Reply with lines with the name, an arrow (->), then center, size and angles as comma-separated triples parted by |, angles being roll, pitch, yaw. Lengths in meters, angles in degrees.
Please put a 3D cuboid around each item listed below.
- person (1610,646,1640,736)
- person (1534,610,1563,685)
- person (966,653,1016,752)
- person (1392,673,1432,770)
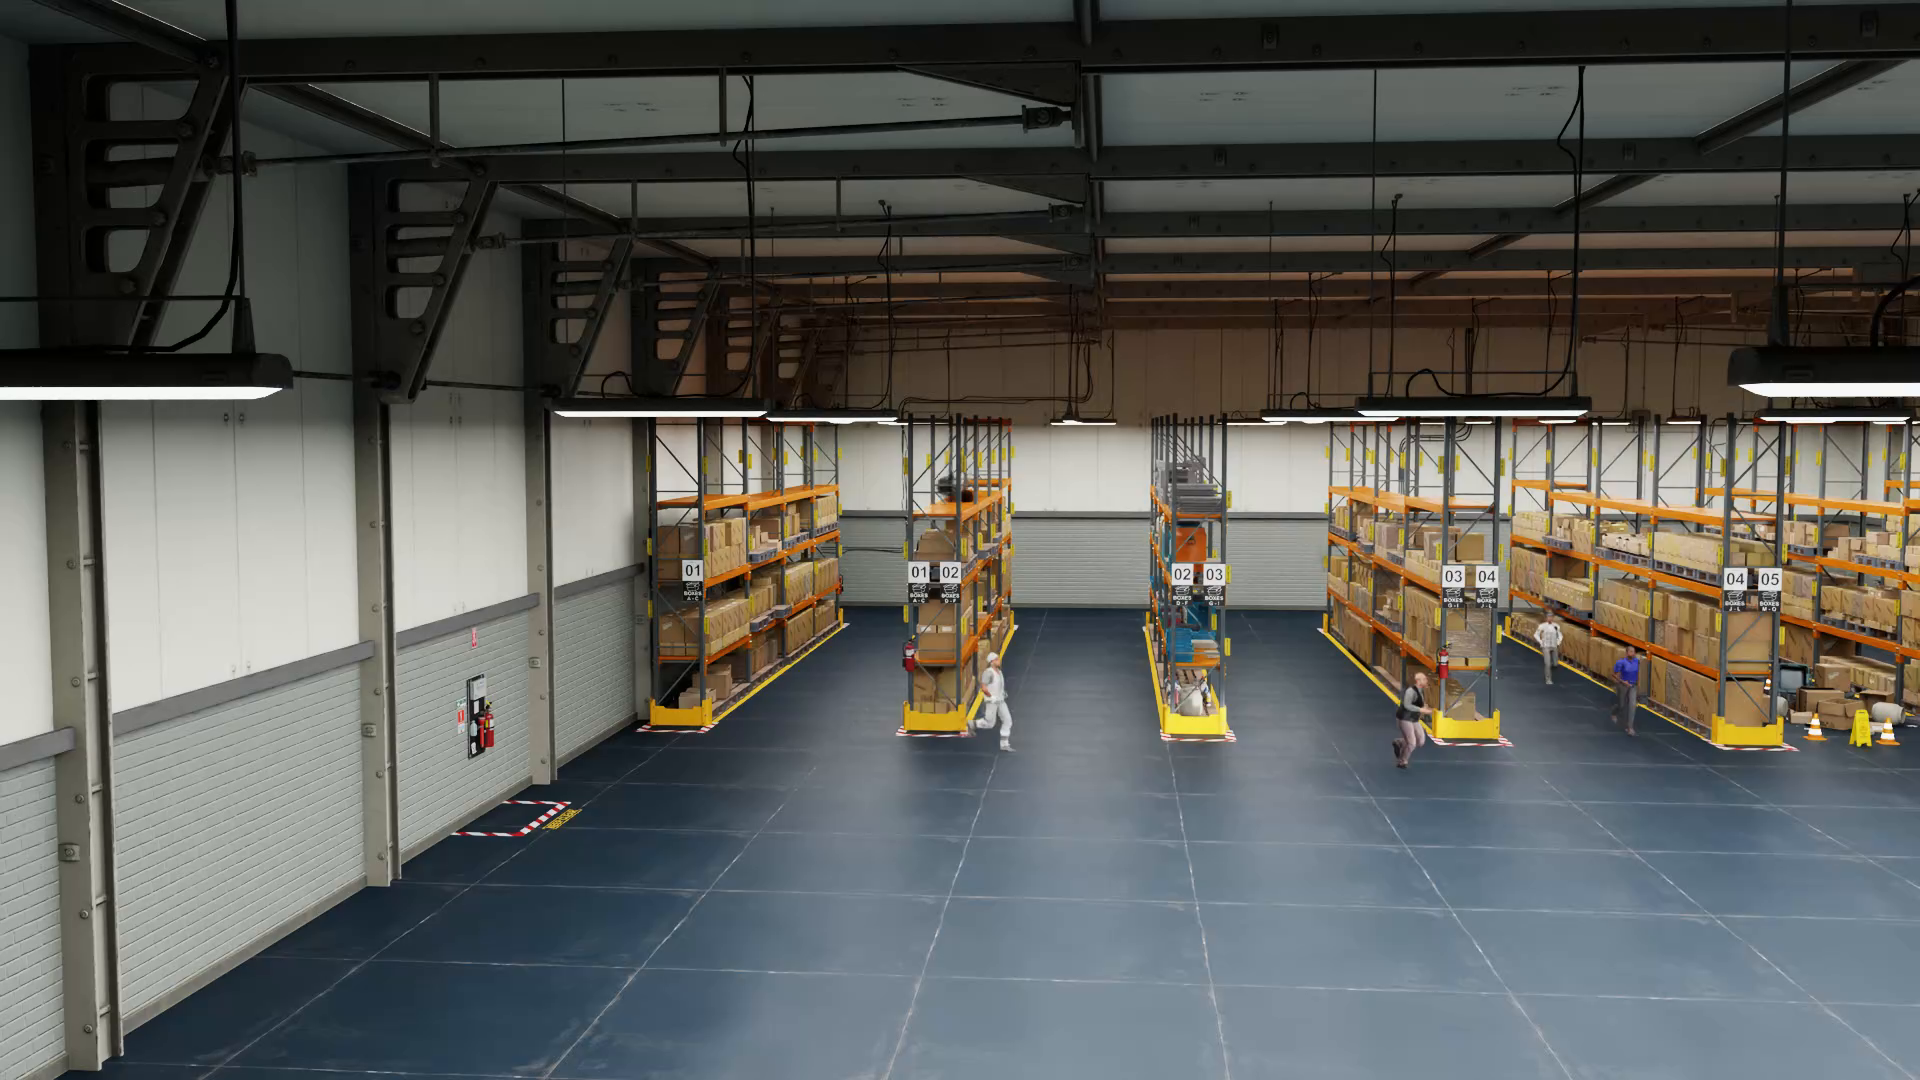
person -> 12.570, 2.809, 31.371 | 0.600, 1.637, 0.920 | 0, 4, -6
person -> 13.183, 2.389, 37.247 | 0.617, 1.648, 0.631 | 0, 4, 5
person -> 0.571, 2.879, 29.592 | 0.962, 1.757, 0.645 | 3, 5, 34
person -> 7.565, 3.035, 27.832 | 0.705, 1.663, 0.639 | 3, 5, 40
